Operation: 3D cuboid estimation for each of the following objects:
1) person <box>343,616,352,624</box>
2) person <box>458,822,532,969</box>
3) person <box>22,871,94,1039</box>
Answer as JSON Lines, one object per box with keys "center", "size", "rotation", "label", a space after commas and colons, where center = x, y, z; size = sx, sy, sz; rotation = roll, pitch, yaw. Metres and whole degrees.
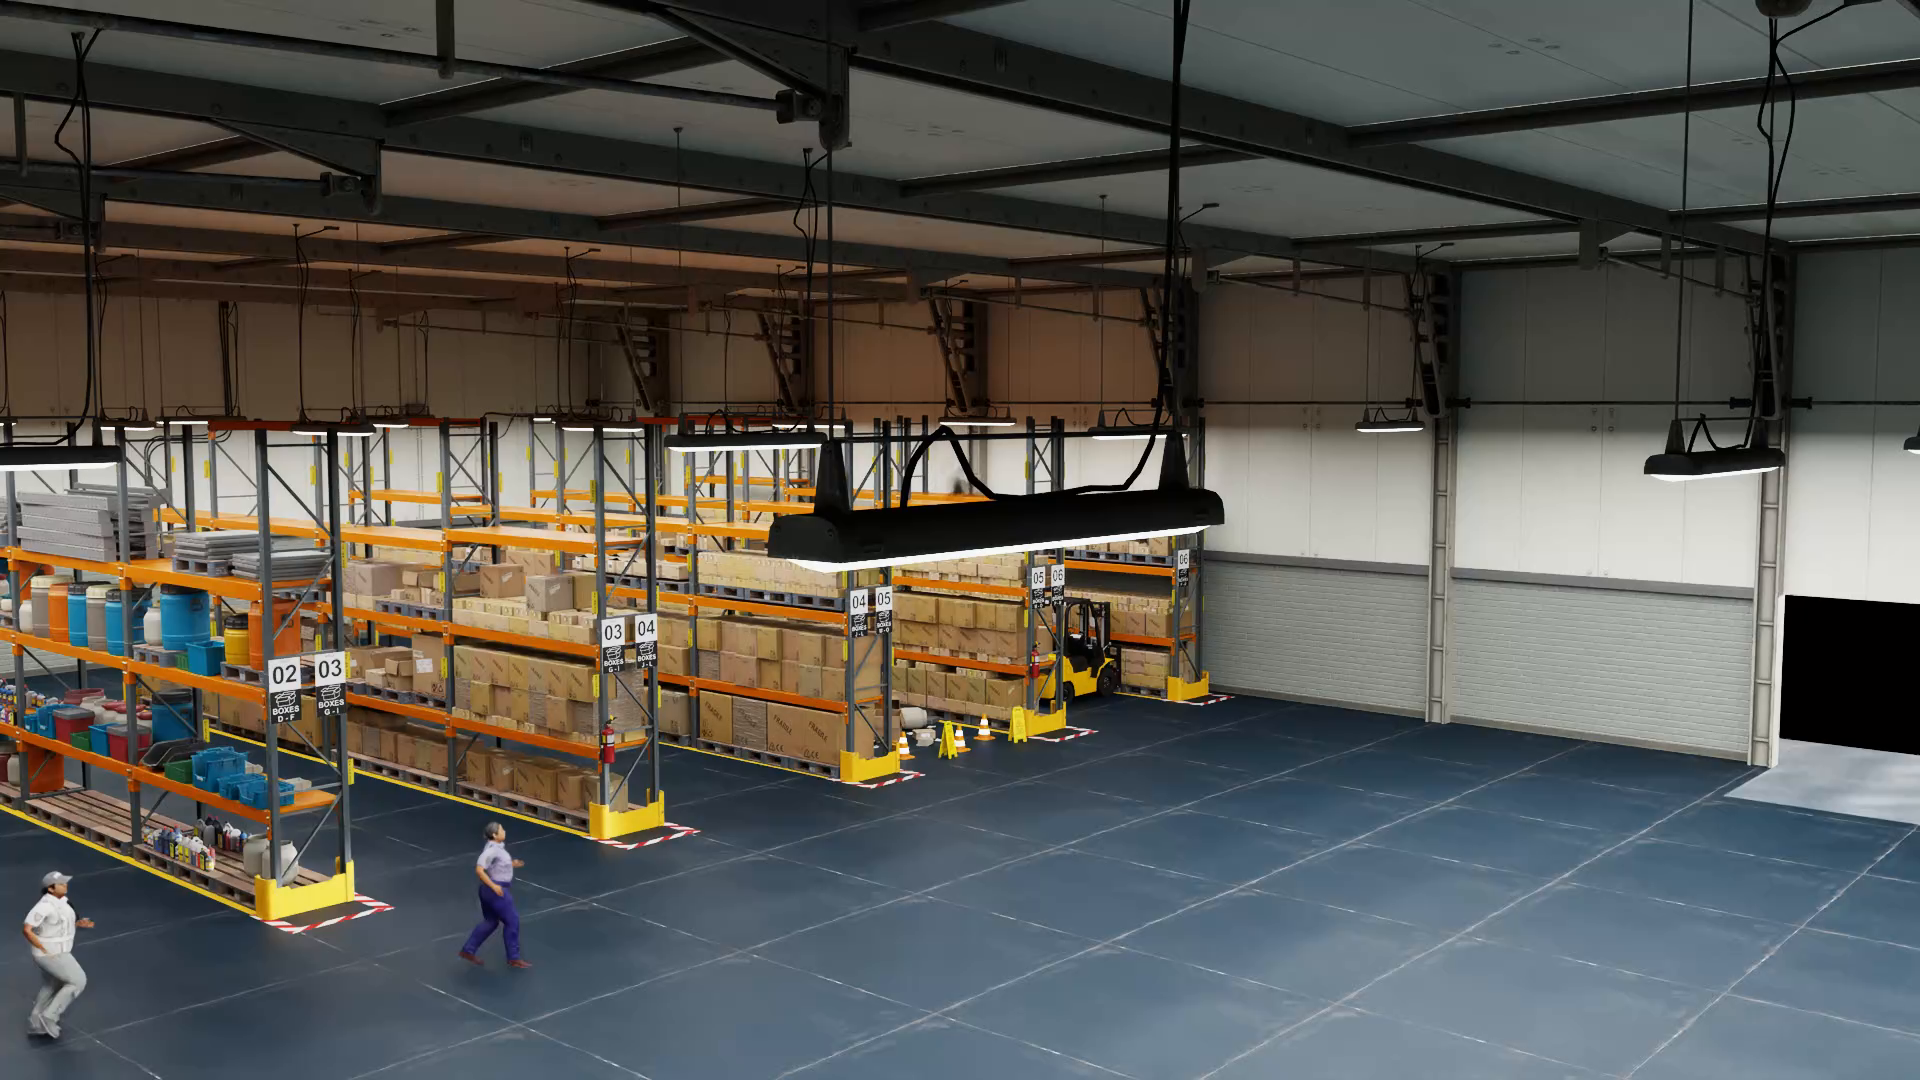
{"center": [-14.427, 2.235, 39.449], "size": [0.539, 1.728, 0.816], "rotation": [2, 5, 23], "label": "person"}
{"center": [-5.195, 3.977, 18.529], "size": [0.778, 1.675, 0.595], "rotation": [-2, 5, -23], "label": "person"}
{"center": [-9.023, 4.129, 16.647], "size": [0.631, 1.652, 0.581], "rotation": [-2, 5, -21], "label": "person"}
